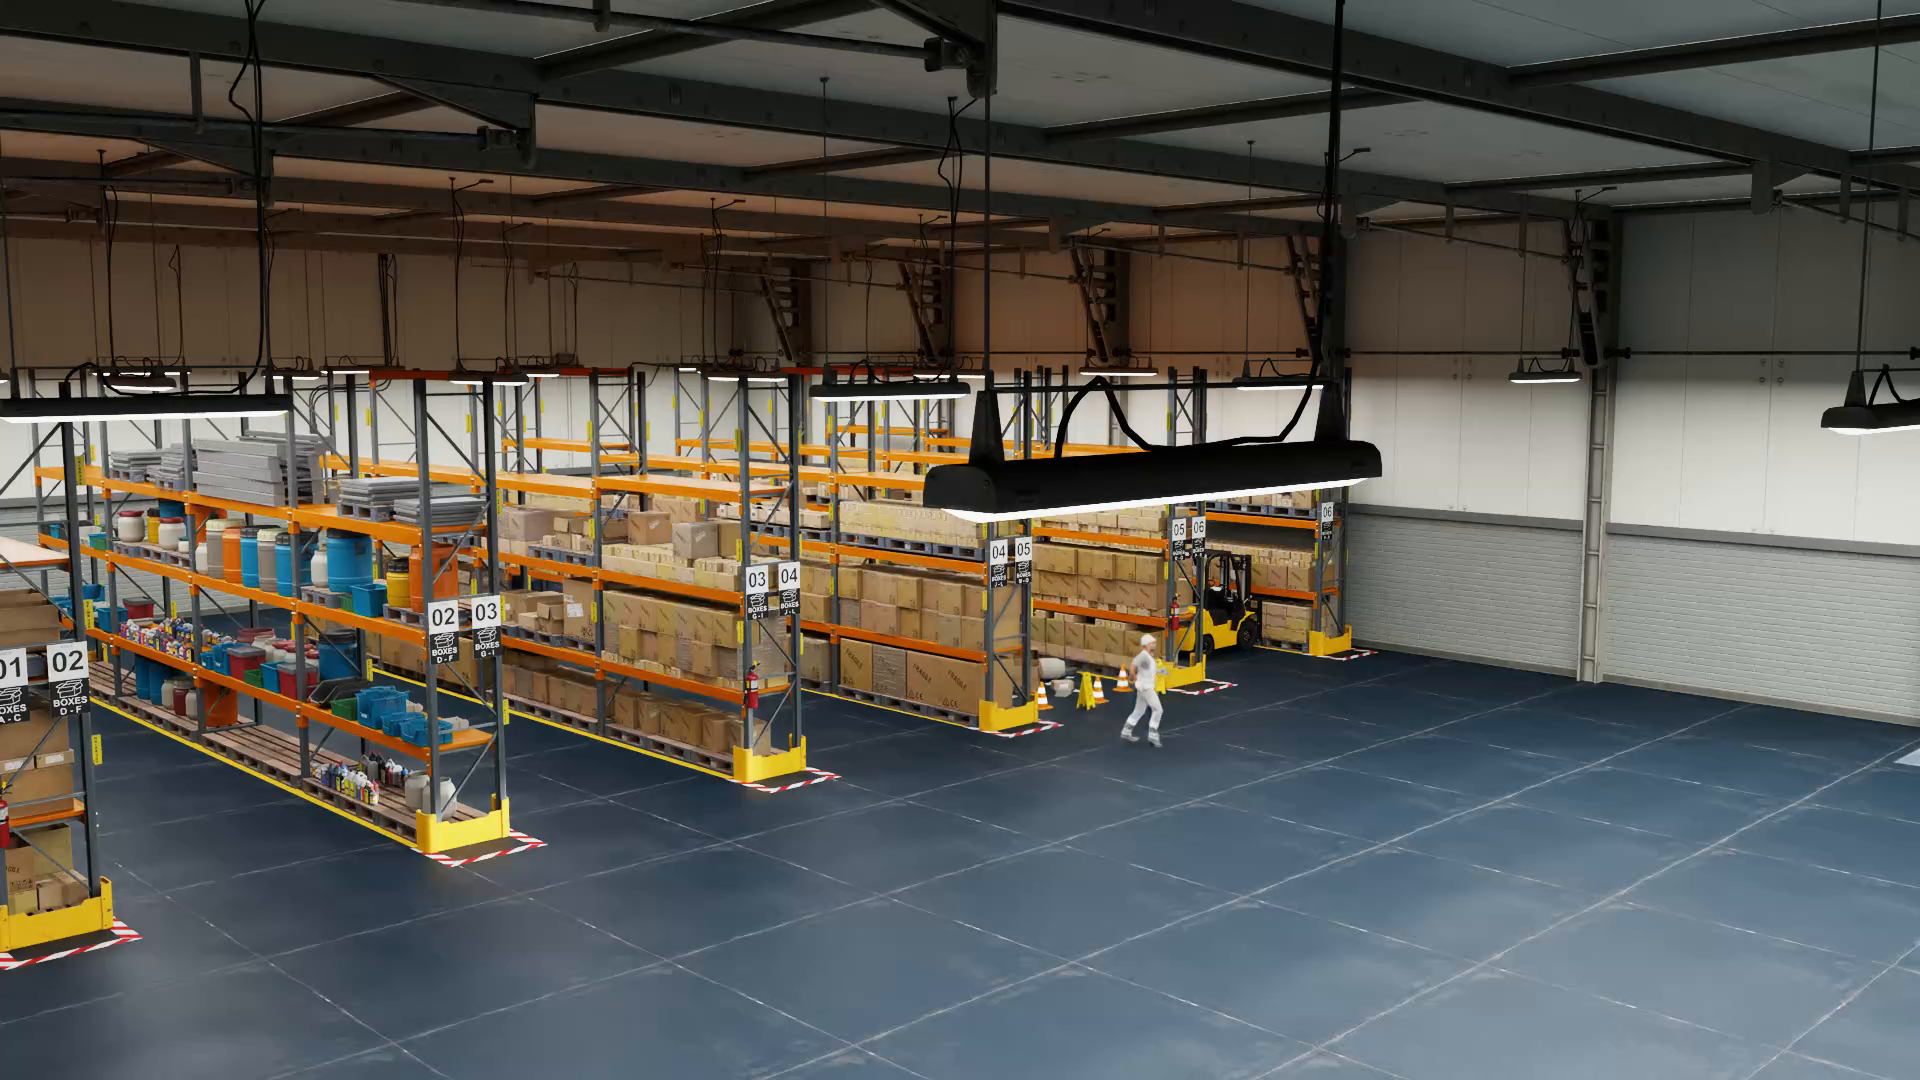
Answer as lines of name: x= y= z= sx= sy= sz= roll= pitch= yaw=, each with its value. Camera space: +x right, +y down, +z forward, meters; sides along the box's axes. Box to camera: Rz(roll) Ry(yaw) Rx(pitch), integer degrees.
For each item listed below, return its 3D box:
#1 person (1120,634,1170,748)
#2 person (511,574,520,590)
person: x=2.990 y=2.434 z=26.804 sx=0.791 sy=1.848 sz=0.626 roll=1 pitch=6 yaw=5
person: x=-10.913 y=0.971 z=40.781 sx=0.757 sy=1.591 sz=0.645 roll=-3 pitch=7 yaw=-24
